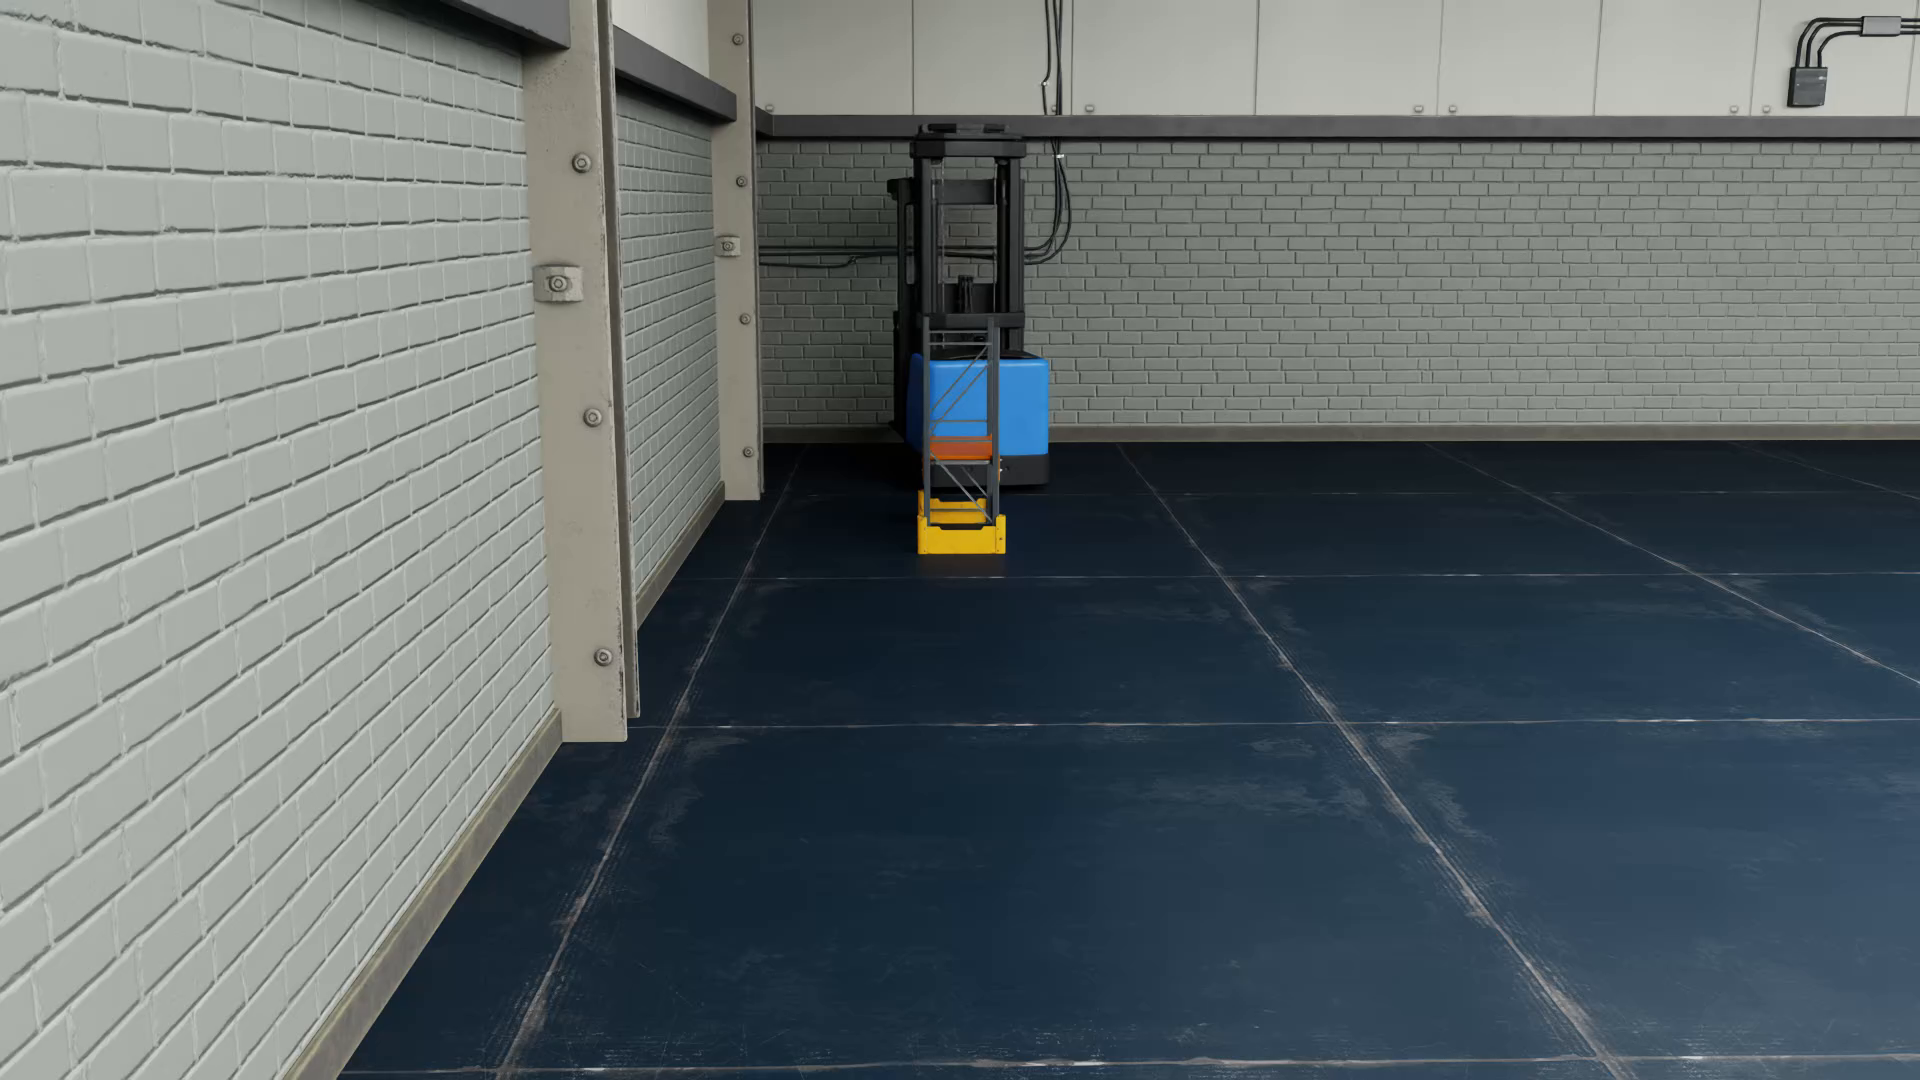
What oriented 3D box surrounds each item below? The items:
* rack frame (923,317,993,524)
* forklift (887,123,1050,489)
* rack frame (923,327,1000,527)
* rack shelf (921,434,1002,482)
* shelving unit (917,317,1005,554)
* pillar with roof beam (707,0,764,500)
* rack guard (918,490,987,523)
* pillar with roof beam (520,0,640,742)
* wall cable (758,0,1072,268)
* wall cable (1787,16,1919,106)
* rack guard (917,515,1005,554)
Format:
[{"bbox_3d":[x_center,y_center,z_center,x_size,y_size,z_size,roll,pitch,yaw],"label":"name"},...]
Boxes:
[{"bbox_3d":[-0.012,-0.853,11.992,0.500,1.500,0.032,0,11,-1],"label":"rack frame"},{"bbox_3d":[-0.035,-2.096,14.519,1.130,2.935,3.031,-2,12,-10],"label":"forklift"},{"bbox_3d":[0.009,-0.651,10.995,0.500,1.500,0.032,0,11,-1],"label":"rack frame"},{"bbox_3d":[-0.002,-0.576,11.529,0.538,0.185,1.000,0,11,-1],"label":"rack shelf"},{"bbox_3d":[-0.002,-0.750,11.485,0.587,1.500,1.083,0,11,-1],"label":"shelving unit"},{"bbox_3d":[2.565,-4.782,12.499,9.100,9.000,0.400,0,11,-1],"label":"pillar with roof beam"},{"bbox_3d":[-0.012,-0.237,12.097,0.587,0.250,0.087,0,11,-1],"label":"rack guard"},{"bbox_3d":[2.689,-3.590,6.620,9.100,9.000,0.400,0,11,-1],"label":"pillar with roof beam"},{"bbox_3d":[-0.478,-3.834,15.634,3.097,2.526,0.112,0,11,-1],"label":"wall cable"},{"bbox_3d":[9.013,-7.058,15.164,2.305,6.003,0.169,0,11,-1],"label":"wall cable"},{"bbox_3d":[0.009,-0.039,11.121,0.587,0.250,0.087,0,11,-1],"label":"rack guard"}]
